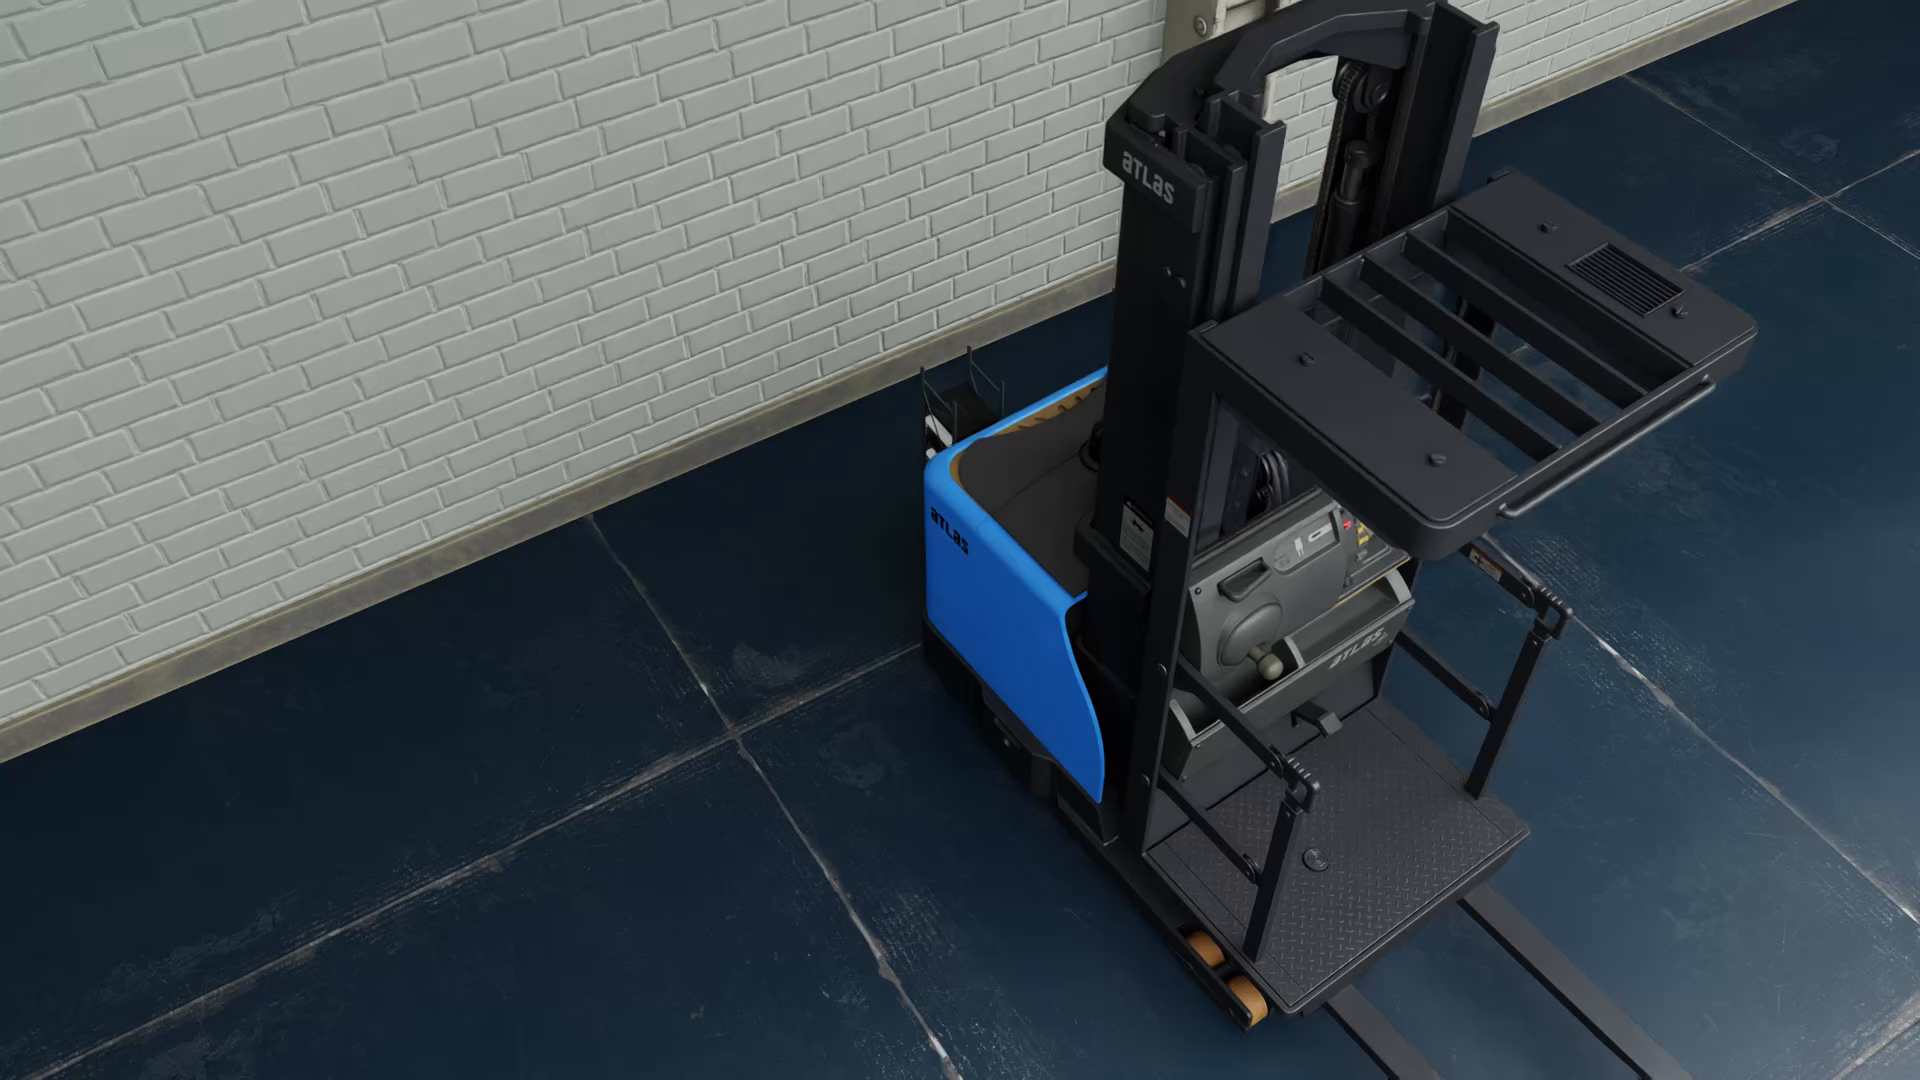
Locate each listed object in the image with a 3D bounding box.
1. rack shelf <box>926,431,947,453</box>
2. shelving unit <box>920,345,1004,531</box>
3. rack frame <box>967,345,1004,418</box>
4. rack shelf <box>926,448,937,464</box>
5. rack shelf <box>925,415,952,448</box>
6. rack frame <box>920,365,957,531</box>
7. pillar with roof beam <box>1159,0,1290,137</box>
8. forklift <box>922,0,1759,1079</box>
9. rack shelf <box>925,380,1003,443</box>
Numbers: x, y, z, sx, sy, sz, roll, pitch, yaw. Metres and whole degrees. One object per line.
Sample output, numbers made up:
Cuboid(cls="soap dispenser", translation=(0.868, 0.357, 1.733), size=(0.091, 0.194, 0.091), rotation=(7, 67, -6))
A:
Cuboid(cls="rack shelf", translation=(0.007, -0.340, 6.320), size=(0.200, 0.077, 0.258), rotation=(-25, 53, -21))
Cuboid(cls="shelving unit", translation=(0.007, -0.303, 6.362), size=(0.210, 0.900, 0.258), rotation=(-25, 53, -21))
Cuboid(cls="rack frame", translation=(0.093, -0.343, 6.398), size=(0.006, 0.900, 0.240), rotation=(-25, 53, -21))
Cuboid(cls="rack shelf", translation=(0.007, -0.280, 6.387), size=(0.200, 0.077, 0.258), rotation=(-25, 53, -21))
Cuboid(cls="rack shelf", translation=(0.007, -0.400, 6.253), size=(0.200, 0.077, 0.258), rotation=(-25, 53, -21))
Cuboid(cls="rack frame", translation=(-0.079, -0.262, 6.326), size=(0.006, 0.900, 0.240), rotation=(-25, 53, -21))
Cuboid(cls="pillar with roof beam", translation=(3.383, -1.504, 2.009), size=(0.400, 9.000, 9.100), rotation=(-25, 53, -21))
Cuboid(cls="forklift", translation=(1.136, 0.155, 4.595), size=(1.130, 2.935, 3.031), rotation=(-29, 54, -23))
Cuboid(cls="rack shelf", translation=(0.007, -0.460, 6.185), size=(0.200, 0.077, 0.258), rotation=(-25, 53, -21))
